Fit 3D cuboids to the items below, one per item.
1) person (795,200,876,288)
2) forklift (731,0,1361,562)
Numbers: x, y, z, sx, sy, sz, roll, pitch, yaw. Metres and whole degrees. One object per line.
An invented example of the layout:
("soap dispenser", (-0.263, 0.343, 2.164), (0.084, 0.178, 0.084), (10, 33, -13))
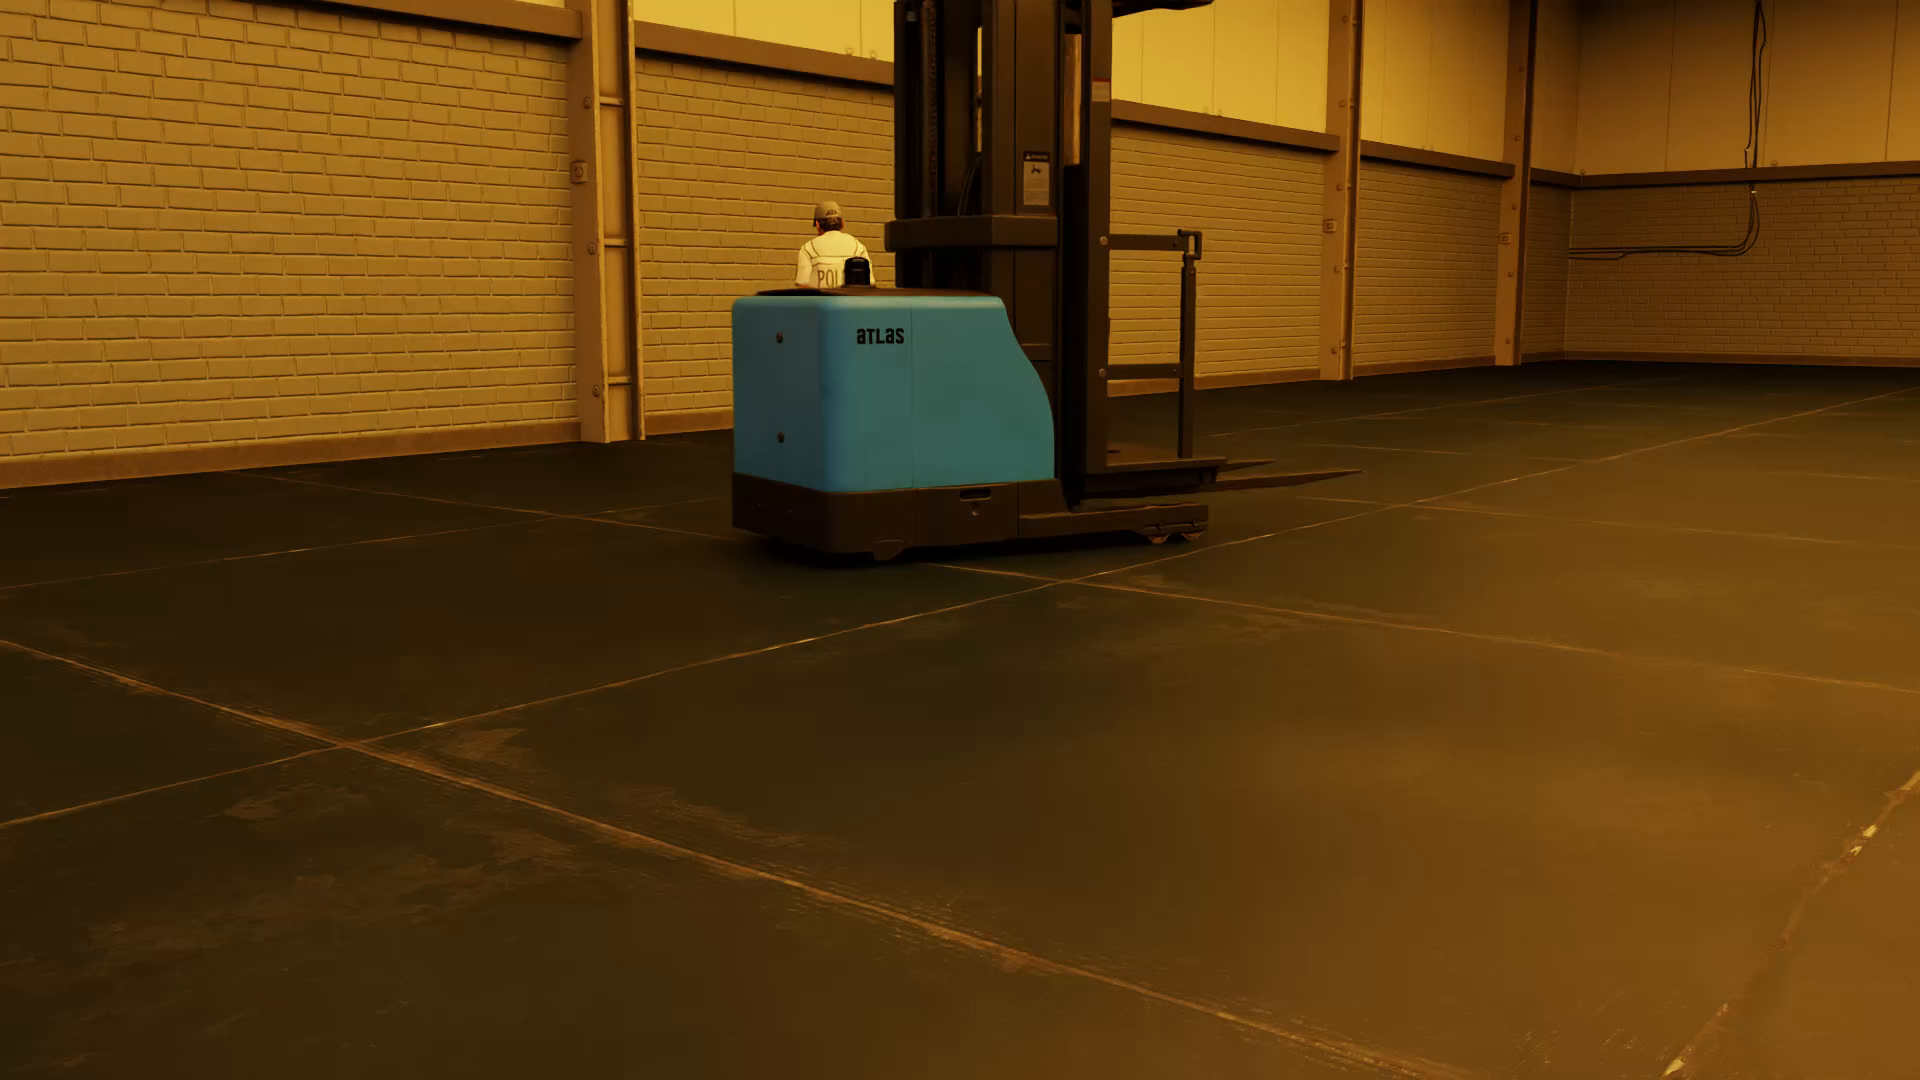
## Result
("person", (-0.775, -1.270, 10.349), (0.538, 1.666, 0.467), (-2, 9, -14))
("forklift", (0.518, -1.498, 7.522), (3.031, 2.935, 1.130), (-5, 10, -31))
